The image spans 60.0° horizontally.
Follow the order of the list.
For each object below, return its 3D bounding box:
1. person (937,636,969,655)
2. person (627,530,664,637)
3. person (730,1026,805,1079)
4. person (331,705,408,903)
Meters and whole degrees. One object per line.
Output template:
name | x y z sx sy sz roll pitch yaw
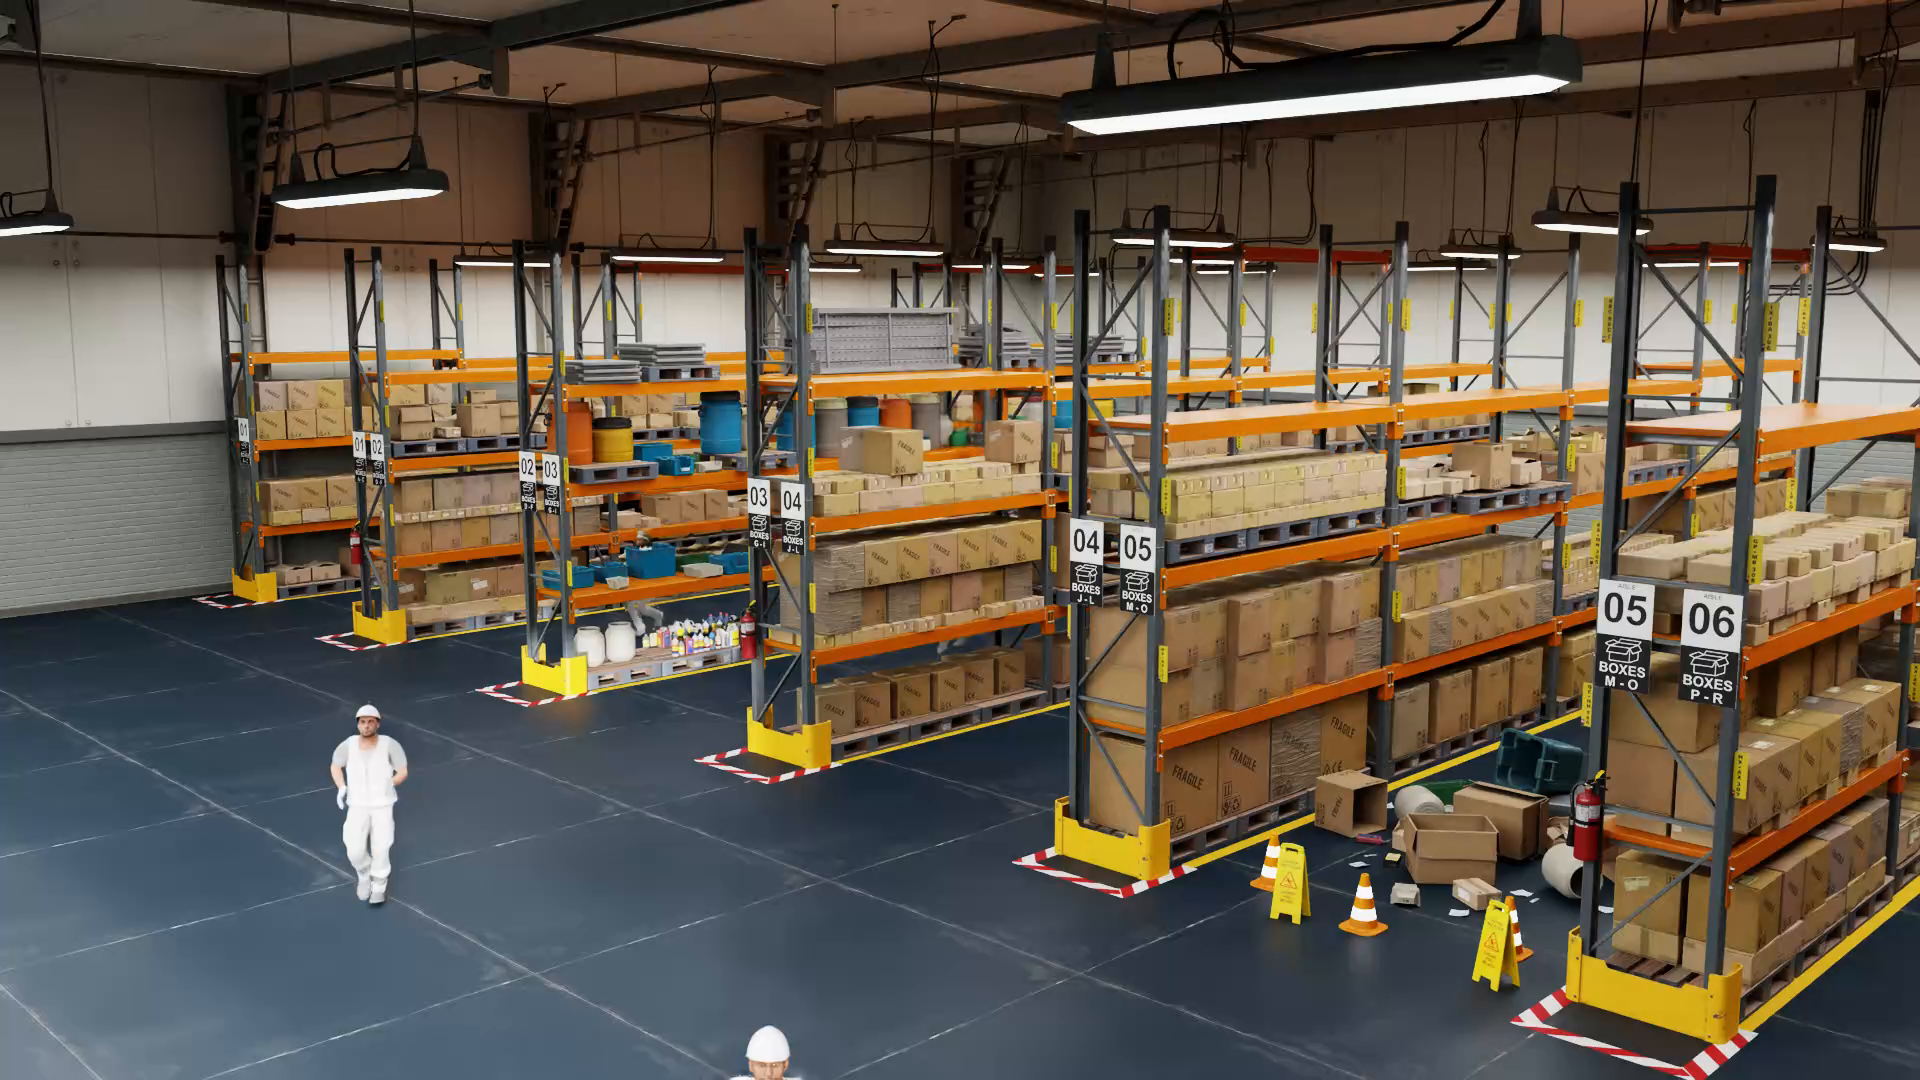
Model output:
person | -0.157 0.702 23.433 0.656 1.862 0.709 5 10 31
person | -4.937 0.662 25.847 0.574 1.649 0.569 6 10 38
person | -0.915 3.187 8.006 0.699 1.765 0.924 -1 8 -5
person | -5.056 2.286 14.222 0.643 1.742 0.584 -2 8 -14
